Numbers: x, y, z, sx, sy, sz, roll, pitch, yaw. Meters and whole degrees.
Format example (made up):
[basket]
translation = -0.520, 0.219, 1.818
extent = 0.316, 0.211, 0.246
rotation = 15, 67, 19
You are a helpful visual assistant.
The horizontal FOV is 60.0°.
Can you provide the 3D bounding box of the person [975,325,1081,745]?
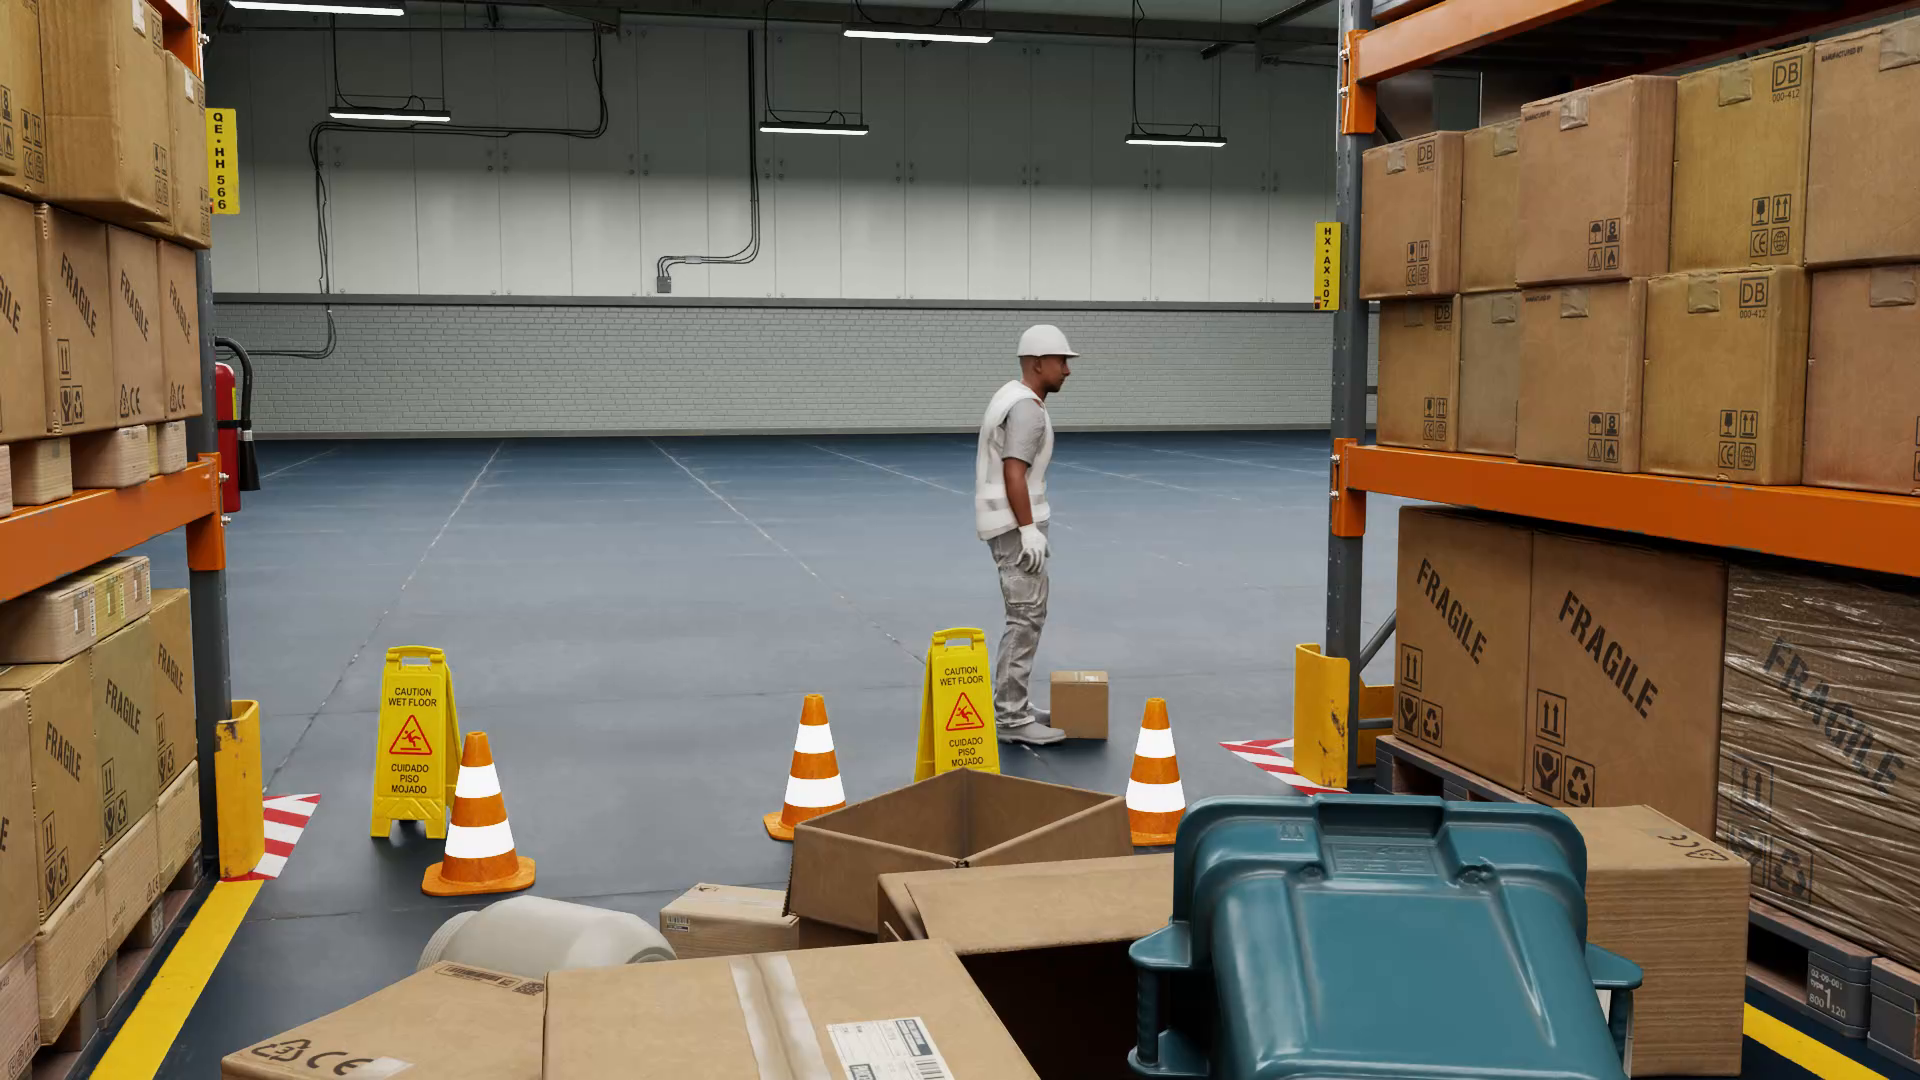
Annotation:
[person]
translation = 0.292, -0.038, 7.204
extent = 0.453, 1.774, 0.628
rotation = 0, 6, 3
